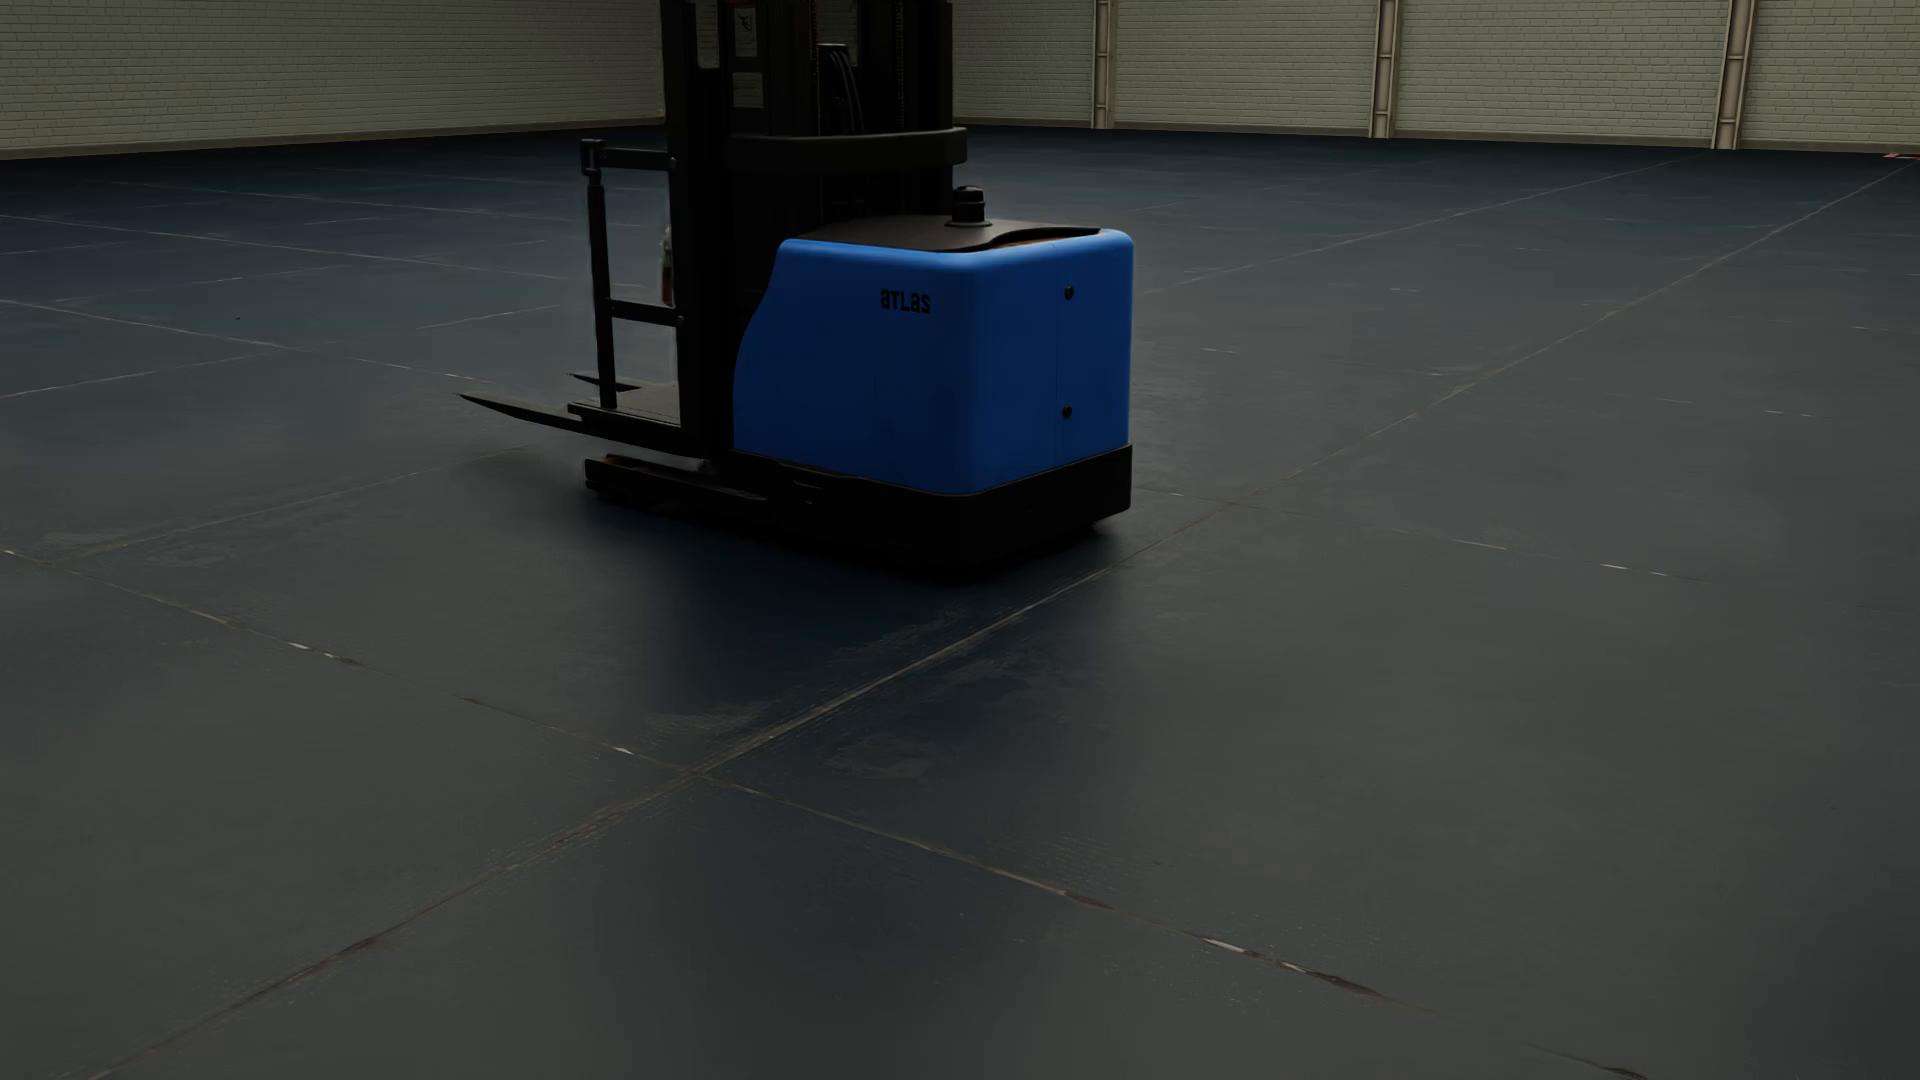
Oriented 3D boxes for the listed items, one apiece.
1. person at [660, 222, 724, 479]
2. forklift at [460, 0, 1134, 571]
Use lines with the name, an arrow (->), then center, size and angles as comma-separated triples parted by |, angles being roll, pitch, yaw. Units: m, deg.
person -> -0.776, -0.918, 6.431 | 0.731, 1.564, 0.569 | -1, 17, -2
forklift -> -0.828, -1.628, 6.276 | 3.031, 2.935, 1.130 | 13, 21, 38
